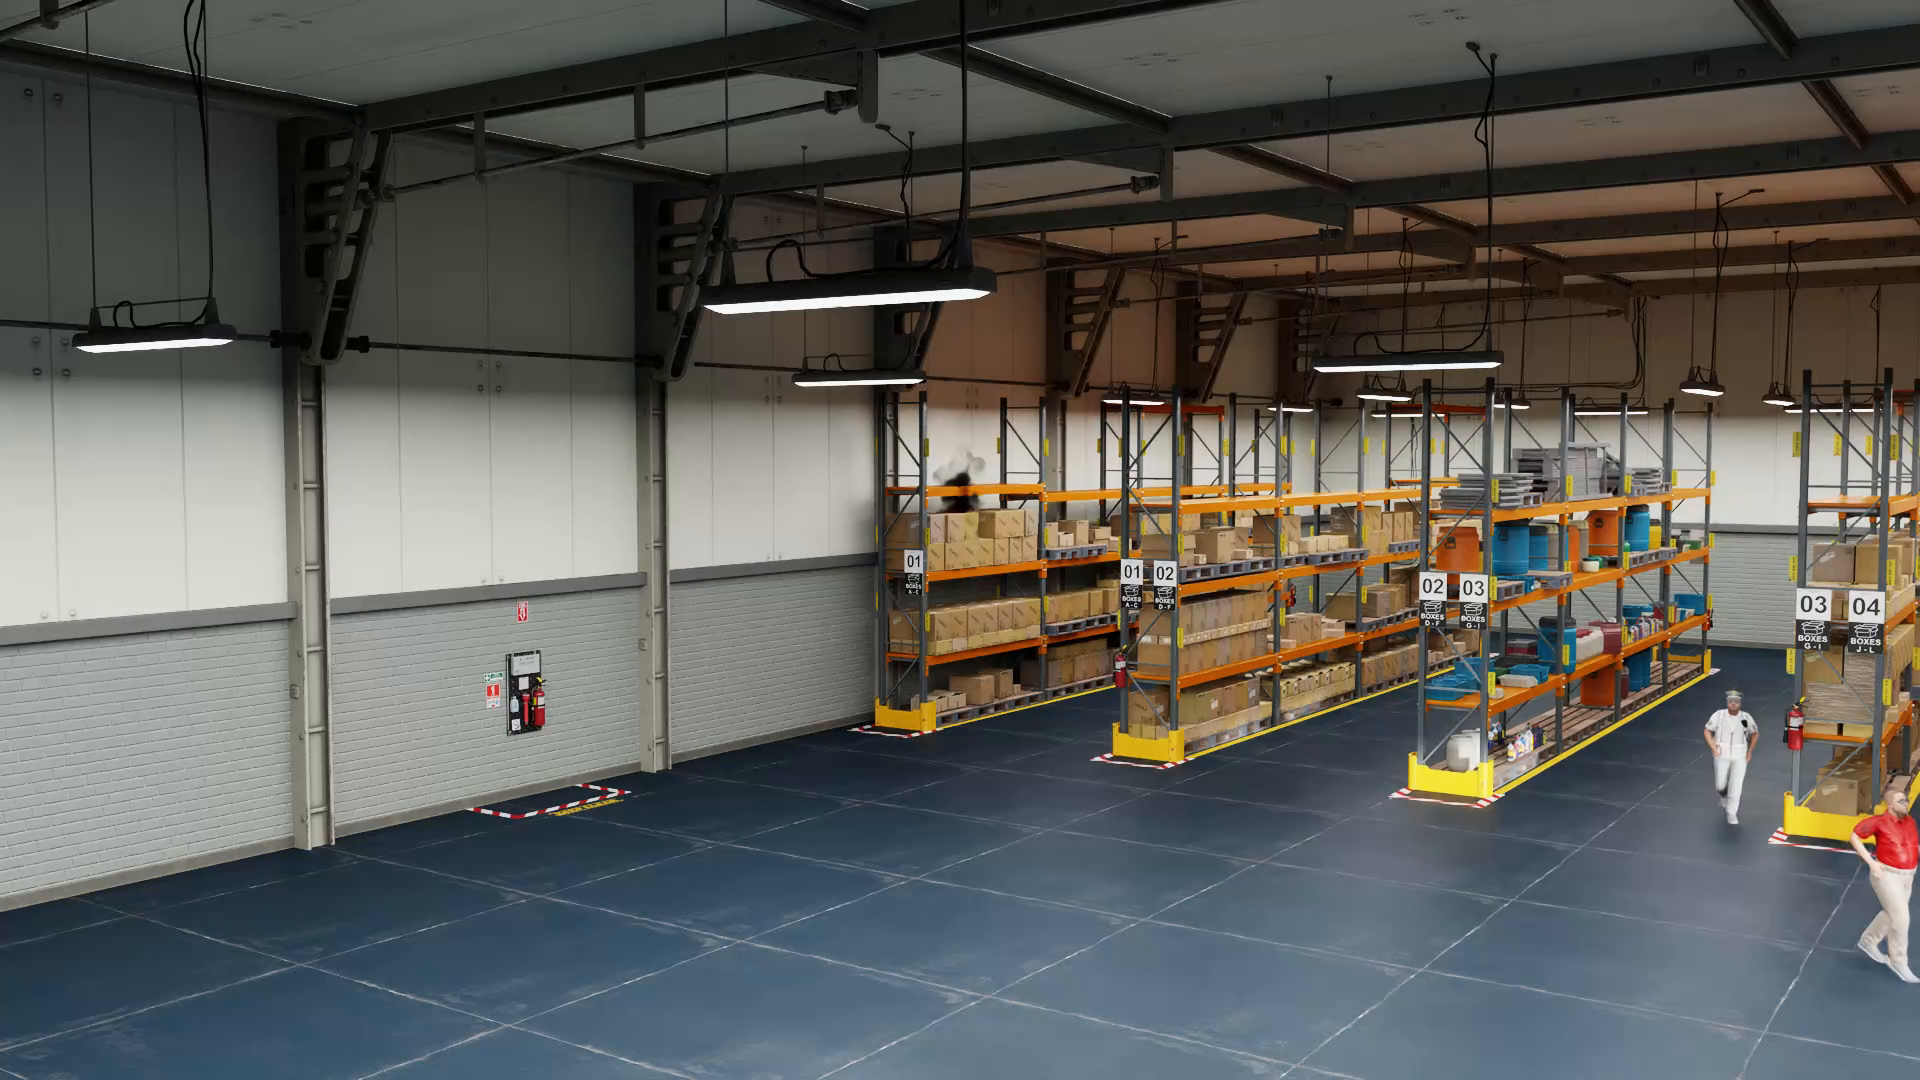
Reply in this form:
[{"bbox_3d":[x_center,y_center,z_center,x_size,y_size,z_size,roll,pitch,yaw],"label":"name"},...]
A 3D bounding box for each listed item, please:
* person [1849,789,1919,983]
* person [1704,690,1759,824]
[{"bbox_3d":[8.900,3.248,15.876,0.662,1.746,0.729,-1,3,-25],"label":"person"},{"bbox_3d":[10.398,2.891,22.425,0.678,1.759,0.725,1,3,23],"label":"person"}]
